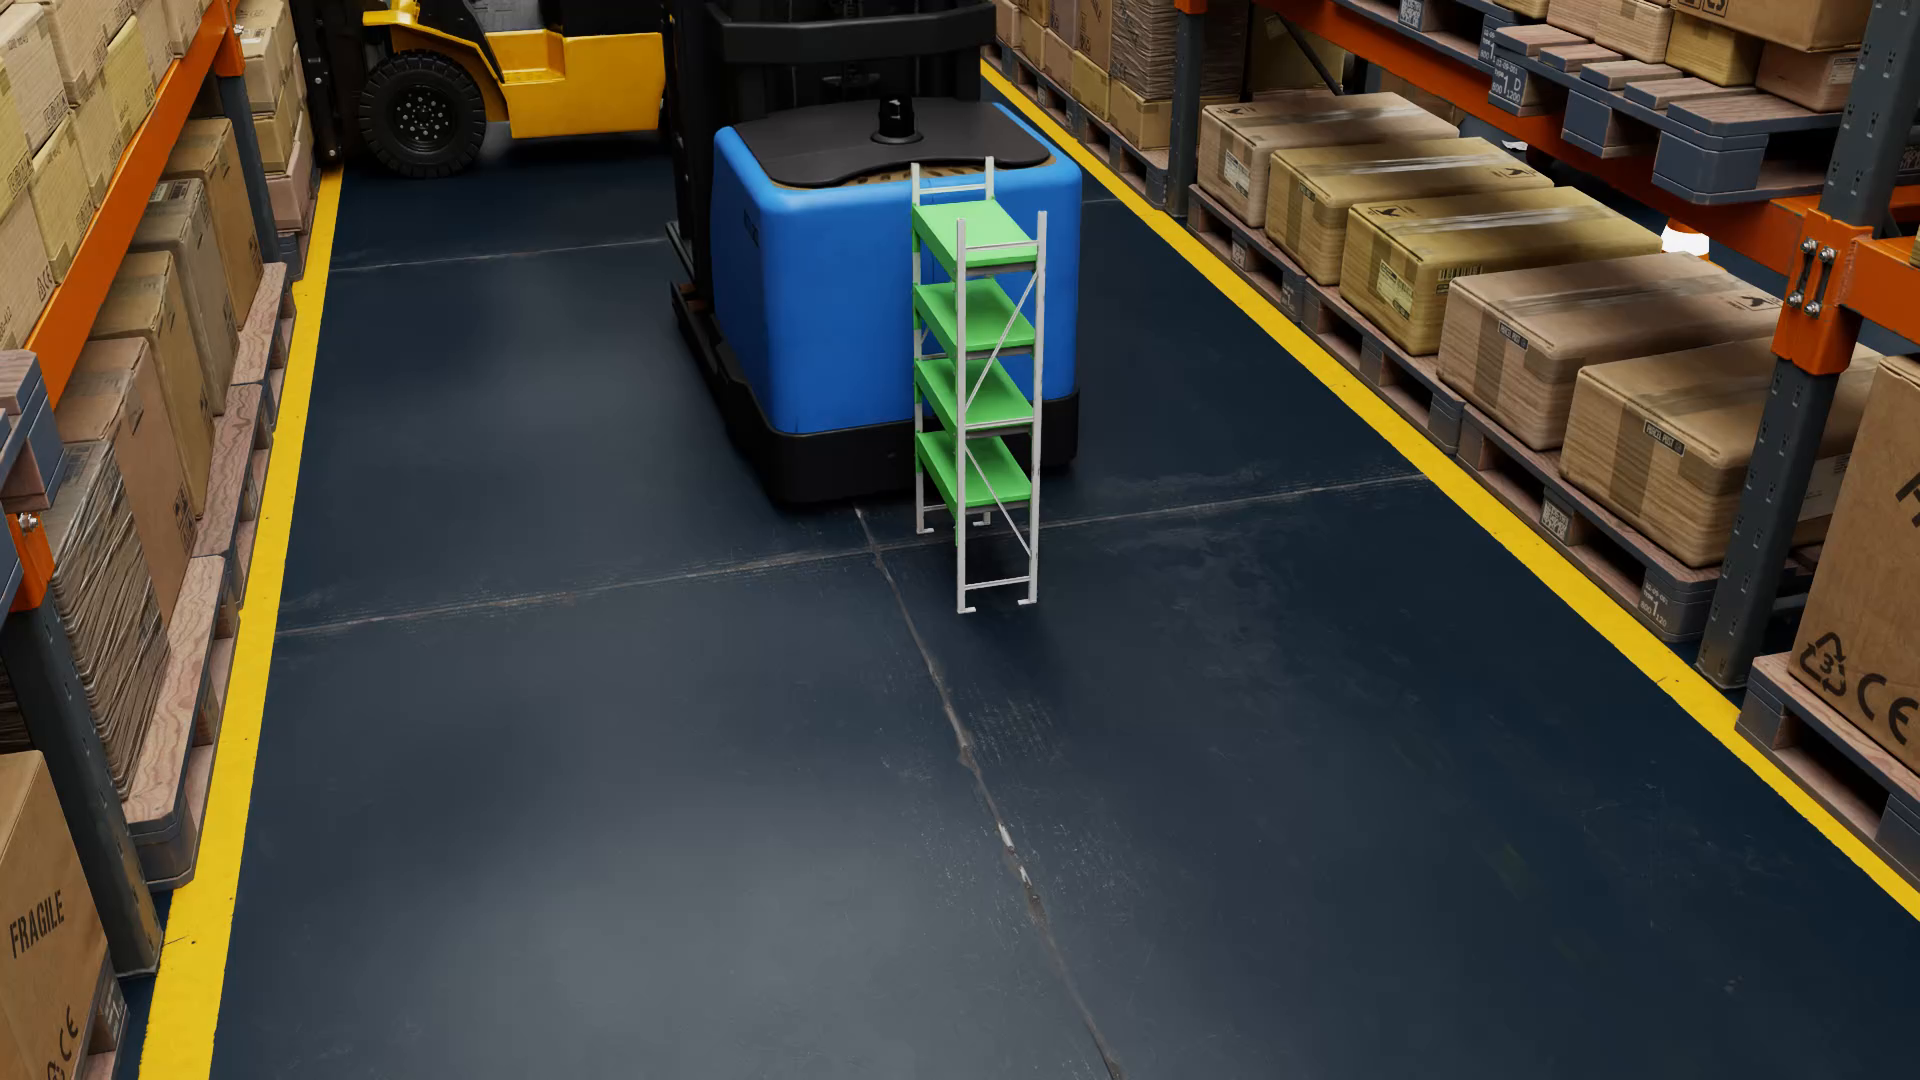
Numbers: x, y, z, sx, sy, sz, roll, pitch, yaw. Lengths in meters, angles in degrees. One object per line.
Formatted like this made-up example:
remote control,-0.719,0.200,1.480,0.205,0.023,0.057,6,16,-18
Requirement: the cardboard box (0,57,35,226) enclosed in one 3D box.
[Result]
cardboard box,-2.102,-0.717,3.144,0.500,0.250,0.500,-8,31,-13

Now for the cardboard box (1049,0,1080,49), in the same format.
cardboard box,0.790,-2.967,8.958,0.500,0.500,0.500,-6,31,-11

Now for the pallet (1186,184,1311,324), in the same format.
pallet,1.687,-1.326,7.330,1.003,0.211,1.213,-8,31,-13

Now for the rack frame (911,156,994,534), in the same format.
rack frame,-0.021,-0.557,5.015,0.240,1.200,0.015,-8,31,-13

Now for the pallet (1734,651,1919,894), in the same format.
pallet,2.677,0.621,3.967,1.003,0.211,1.213,-8,31,-13

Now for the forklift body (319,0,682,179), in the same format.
forklift body,-2.105,-3.138,8.525,2.313,2.155,1.214,-8,31,-13

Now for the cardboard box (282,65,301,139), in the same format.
cardboard box,-3.272,-1.973,7.490,0.500,0.250,0.500,-8,31,-14

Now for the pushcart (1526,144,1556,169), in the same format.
pushcart,3.664,-2.101,8.503,1.648,0.377,0.936,-20,35,-30

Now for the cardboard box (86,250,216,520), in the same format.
cardboard box,-2.756,-0.412,4.918,0.875,0.625,0.625,-9,31,-15

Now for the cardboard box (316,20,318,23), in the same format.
cardboard box,-3.657,-2.703,8.753,0.500,0.250,0.500,-9,31,-14

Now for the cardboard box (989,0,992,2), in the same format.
cardboard box,0.365,-3.406,10.466,0.500,0.250,0.500,-8,31,-14

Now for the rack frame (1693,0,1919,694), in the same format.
rack frame,2.541,-0.977,3.943,1.000,3.000,0.127,-8,31,-13

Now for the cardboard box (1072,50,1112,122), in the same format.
cardboard box,0.912,-2.406,8.738,0.500,0.250,0.500,-9,31,-15

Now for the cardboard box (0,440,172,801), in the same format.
cardboard box,-2.396,0.228,3.813,0.875,0.625,0.625,-7,31,-12

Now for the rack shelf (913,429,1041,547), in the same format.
rack shelf,0.044,-0.176,4.964,0.258,0.148,0.480,-8,31,-13

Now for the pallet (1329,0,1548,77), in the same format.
pallet,1.976,-1.844,5.634,1.003,0.211,1.213,-8,31,-13

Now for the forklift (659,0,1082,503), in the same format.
forklift,-0.540,-2.111,5.972,1.130,2.935,3.031,-9,31,-15

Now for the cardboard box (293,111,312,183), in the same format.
cardboard box,-3.265,-1.760,7.621,0.500,0.250,0.500,-9,31,-14

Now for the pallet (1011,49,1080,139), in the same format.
pallet,0.939,-2.612,9.552,1.003,0.211,1.213,-8,31,-13

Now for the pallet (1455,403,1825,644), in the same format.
pallet,2.335,-0.148,5.294,1.003,0.211,1.213,-8,31,-13

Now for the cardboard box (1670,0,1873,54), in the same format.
cardboard box,2.152,-1.513,4.054,0.500,0.500,0.500,-9,31,-15

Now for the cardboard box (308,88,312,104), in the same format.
cardboard box,-3.532,-2.254,8.475,0.500,0.250,0.500,-7,31,-12

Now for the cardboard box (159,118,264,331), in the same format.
cardboard box,-3.156,-1.150,6.195,0.875,0.625,0.625,-6,31,-11

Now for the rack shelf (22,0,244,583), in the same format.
rack shelf,-2.775,-0.970,4.649,1.077,0.370,4.000,-8,31,-13

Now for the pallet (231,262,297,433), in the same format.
pallet,-3.072,-0.689,6.230,1.003,0.211,1.213,-8,31,-13

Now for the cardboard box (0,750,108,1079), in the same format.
cardboard box,-1.924,0.761,3.018,0.500,0.500,0.500,-7,31,-12

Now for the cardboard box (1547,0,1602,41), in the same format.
cardboard box,1.917,-1.535,4.739,0.380,0.149,0.250,-9,31,-16

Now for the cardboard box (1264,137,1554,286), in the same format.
cardboard box,1.815,-1.353,6.798,0.950,0.372,0.625,-6,31,-10

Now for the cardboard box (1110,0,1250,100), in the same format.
cardboard box,1.063,-2.475,8.109,0.500,0.500,0.500,-8,31,-14

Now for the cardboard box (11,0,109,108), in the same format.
cardboard box,-2.379,-1.210,3.998,0.500,0.250,0.500,-9,31,-15

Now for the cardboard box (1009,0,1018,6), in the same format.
cardboard box,0.515,-3.467,9.823,0.500,0.500,0.500,-9,31,-15

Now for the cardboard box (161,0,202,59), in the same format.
cardboard box,-2.781,-1.731,5.397,0.500,0.250,0.500,-8,31,-14

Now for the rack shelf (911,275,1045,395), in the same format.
rack shelf,0.044,-0.592,4.723,0.258,0.148,0.480,-8,31,-13

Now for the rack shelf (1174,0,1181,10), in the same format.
rack shelf,0.948,-3.563,9.130,1.077,0.370,4.000,-8,31,-13

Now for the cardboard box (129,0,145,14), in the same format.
cardboard box,-2.655,-1.700,4.844,0.500,0.250,0.500,-7,31,-12

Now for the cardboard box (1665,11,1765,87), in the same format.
cardboard box,2.086,-1.297,4.328,0.380,0.149,0.250,-7,31,-13

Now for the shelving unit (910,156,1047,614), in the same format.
shelving unit,0.044,-0.439,4.811,0.258,1.200,0.503,-8,31,-13

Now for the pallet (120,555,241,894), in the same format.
pallet,-2.425,0.489,4.194,1.003,0.211,1.213,-8,31,-13

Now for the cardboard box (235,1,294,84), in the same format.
cardboard box,-3.258,-2.195,7.376,0.500,0.250,0.500,-8,31,-13

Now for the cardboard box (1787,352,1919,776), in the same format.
cardboard box,2.644,0.106,3.775,0.875,0.875,0.875,-8,31,-14

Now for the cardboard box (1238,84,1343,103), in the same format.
cardboard box,1.583,-2.221,8.419,0.500,0.250,0.500,-9,31,-16

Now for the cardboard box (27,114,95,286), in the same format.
cardboard box,-2.255,-0.741,3.685,0.500,0.250,0.500,-9,31,-14

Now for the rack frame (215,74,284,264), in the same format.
rack frame,-3.306,-2.247,6.138,1.000,3.000,0.127,-8,31,-13

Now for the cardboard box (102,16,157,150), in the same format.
cardboard box,-2.534,-1.239,4.546,0.500,0.250,0.500,-7,31,-12

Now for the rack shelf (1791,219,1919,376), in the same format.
rack shelf,3.072,0.300,2.455,1.077,0.370,4.000,-8,31,-13

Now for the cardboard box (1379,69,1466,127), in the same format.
cardboard box,2.506,-2.526,9.113,0.500,0.500,0.500,13,32,21

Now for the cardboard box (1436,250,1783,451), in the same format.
cardboard box,2.197,-0.651,5.584,0.950,0.372,0.625,-8,31,-14

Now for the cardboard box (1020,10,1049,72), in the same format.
cardboard box,0.650,-2.897,9.586,0.500,0.250,0.500,-6,31,-10

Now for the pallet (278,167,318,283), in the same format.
pallet,-3.476,-1.430,7.509,1.003,0.211,1.213,-8,31,-13
